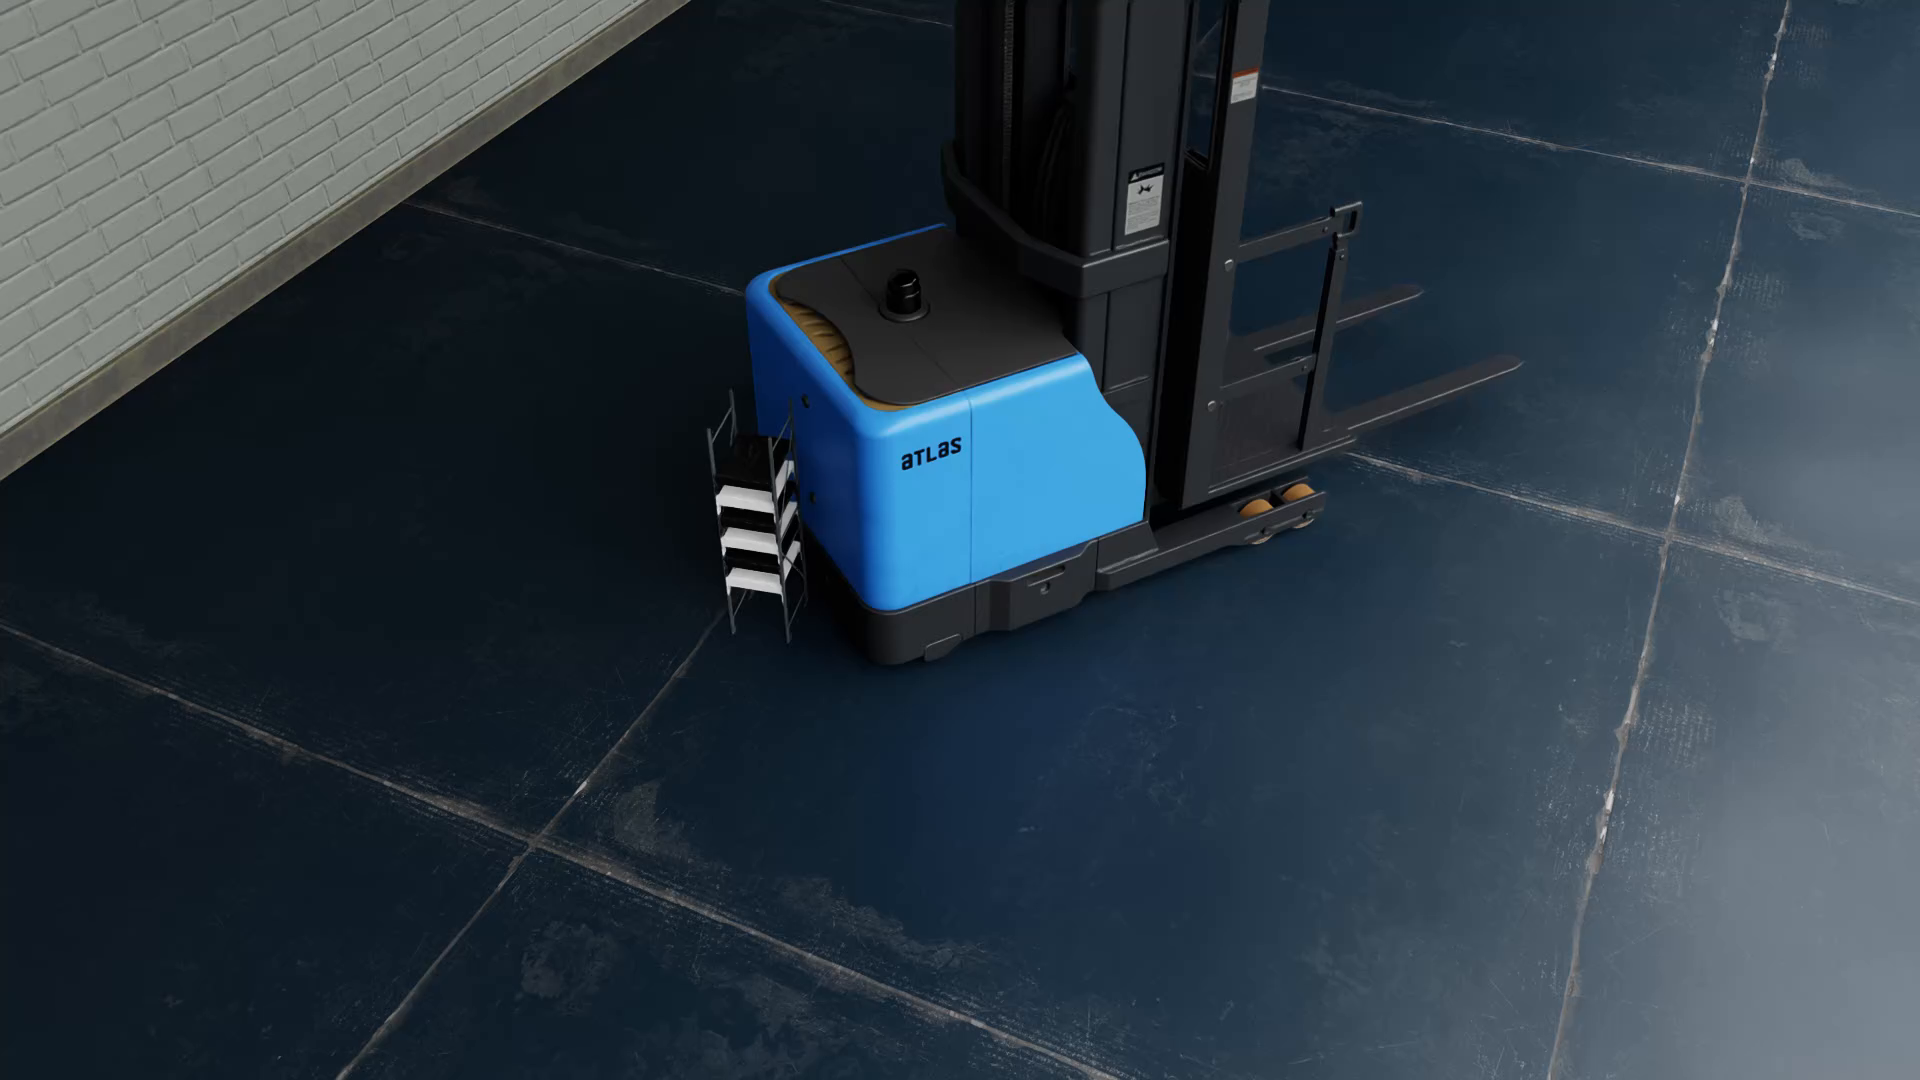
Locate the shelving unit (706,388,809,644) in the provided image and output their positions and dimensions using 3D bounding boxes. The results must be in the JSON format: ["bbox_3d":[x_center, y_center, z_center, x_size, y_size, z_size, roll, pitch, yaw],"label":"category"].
[{"bbox_3d":[-0.676,-0.067,5.640,0.210,0.900,0.258,9,42,10],"label":"shelving unit"}]

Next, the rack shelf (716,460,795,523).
[{"bbox_3d":[-0.676,-0.178,5.544,0.200,0.077,0.258,9,42,10],"label":"rack shelf"}]

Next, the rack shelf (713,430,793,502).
[{"bbox_3d":[-0.676,-0.246,5.485,0.200,0.077,0.258,9,42,10],"label":"rack shelf"}]

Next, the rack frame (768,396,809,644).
[{"bbox_3d":[-0.577,-0.052,5.623,0.006,0.900,0.240,9,42,10],"label":"rack frame"}]

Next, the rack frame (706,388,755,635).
[{"bbox_3d":[-0.775,-0.082,5.657,0.006,0.900,0.240,9,42,10],"label":"rack frame"}]

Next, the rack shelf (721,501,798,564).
[{"bbox_3d":[-0.676,-0.042,5.662,0.200,0.077,0.258,9,42,10],"label":"rack shelf"}]

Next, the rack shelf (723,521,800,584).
[{"bbox_3d":[-0.676,0.026,5.721,0.200,0.077,0.258,9,42,10],"label":"rack shelf"}]

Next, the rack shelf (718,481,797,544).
[{"bbox_3d":[-0.676,-0.110,5.603,0.200,0.077,0.258,9,42,10],"label":"rack shelf"}]

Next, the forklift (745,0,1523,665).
[{"bbox_3d":[0.797,-1.377,5.601,3.031,2.935,1.130,-20,45,-21],"label":"forklift"}]

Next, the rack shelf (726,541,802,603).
[{"bbox_3d":[-0.676,0.094,5.780,0.200,0.077,0.258,9,42,10],"label":"rack shelf"}]
